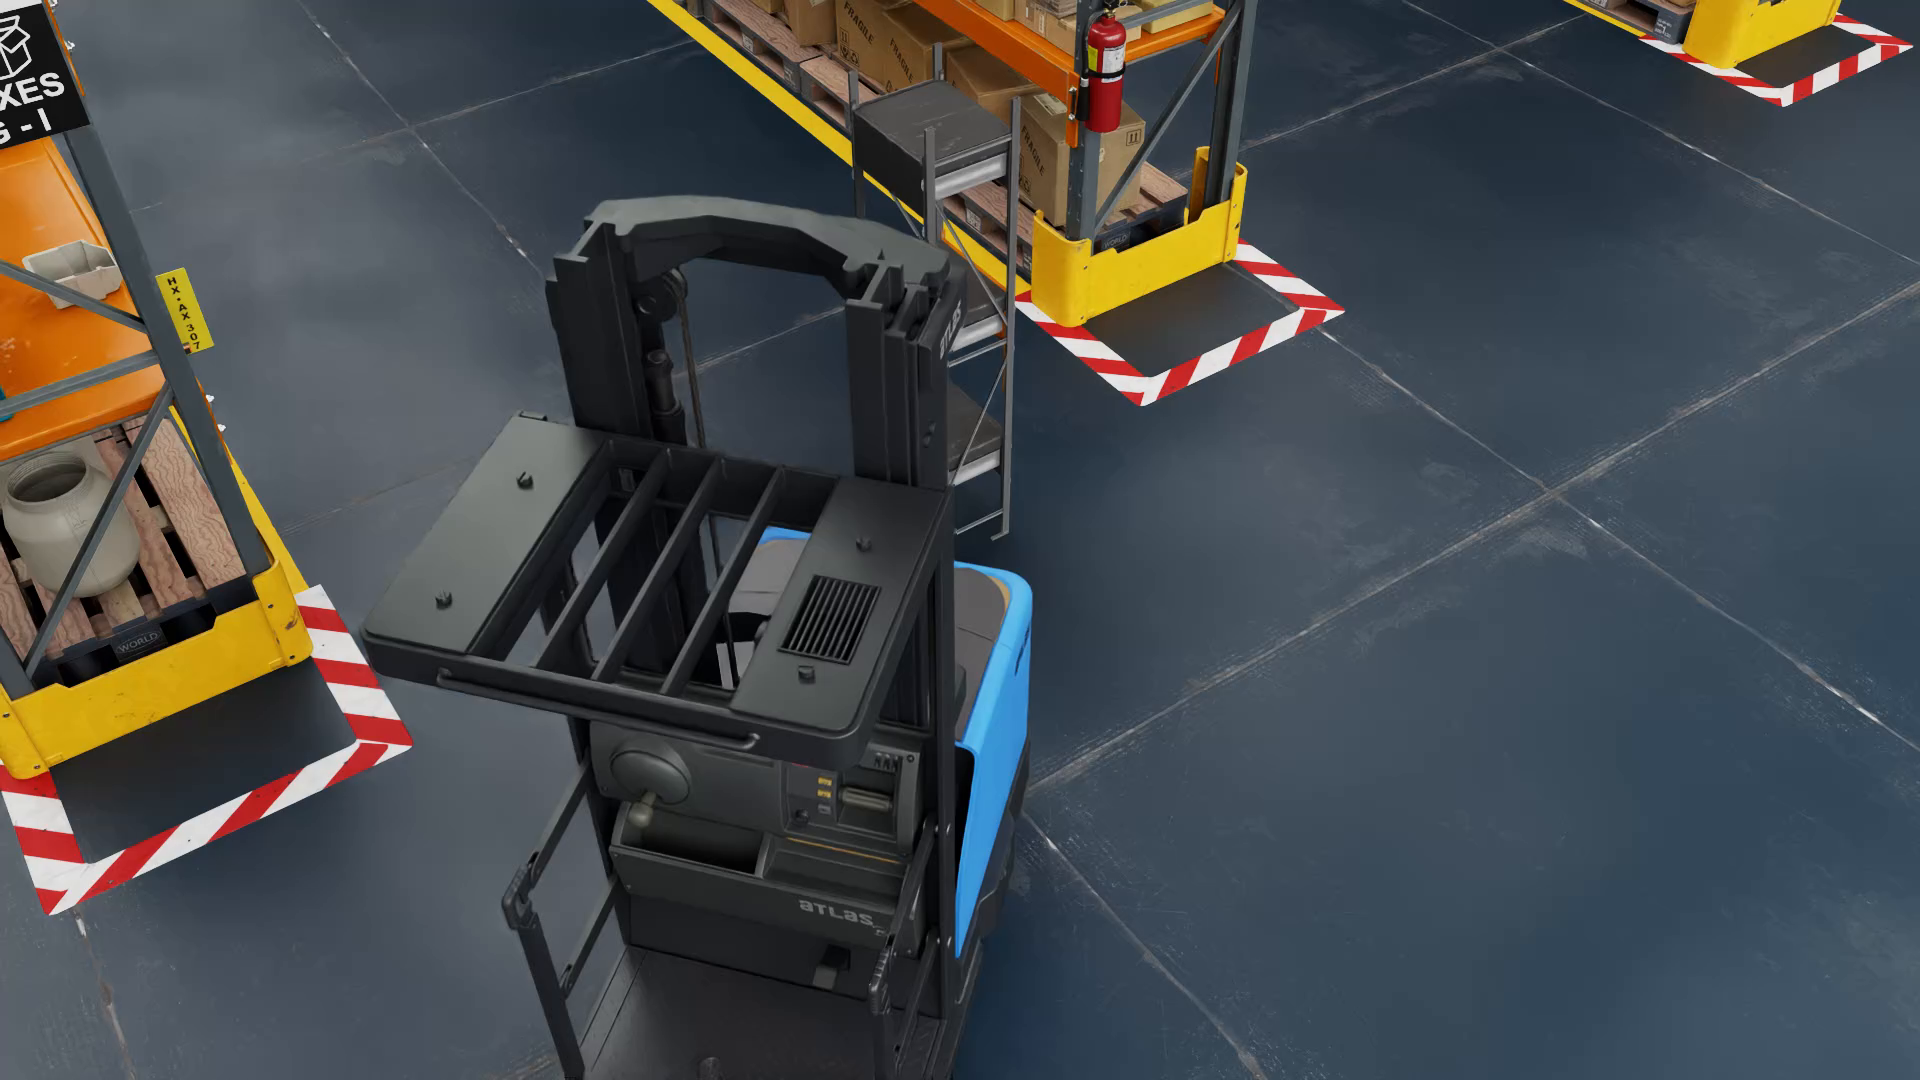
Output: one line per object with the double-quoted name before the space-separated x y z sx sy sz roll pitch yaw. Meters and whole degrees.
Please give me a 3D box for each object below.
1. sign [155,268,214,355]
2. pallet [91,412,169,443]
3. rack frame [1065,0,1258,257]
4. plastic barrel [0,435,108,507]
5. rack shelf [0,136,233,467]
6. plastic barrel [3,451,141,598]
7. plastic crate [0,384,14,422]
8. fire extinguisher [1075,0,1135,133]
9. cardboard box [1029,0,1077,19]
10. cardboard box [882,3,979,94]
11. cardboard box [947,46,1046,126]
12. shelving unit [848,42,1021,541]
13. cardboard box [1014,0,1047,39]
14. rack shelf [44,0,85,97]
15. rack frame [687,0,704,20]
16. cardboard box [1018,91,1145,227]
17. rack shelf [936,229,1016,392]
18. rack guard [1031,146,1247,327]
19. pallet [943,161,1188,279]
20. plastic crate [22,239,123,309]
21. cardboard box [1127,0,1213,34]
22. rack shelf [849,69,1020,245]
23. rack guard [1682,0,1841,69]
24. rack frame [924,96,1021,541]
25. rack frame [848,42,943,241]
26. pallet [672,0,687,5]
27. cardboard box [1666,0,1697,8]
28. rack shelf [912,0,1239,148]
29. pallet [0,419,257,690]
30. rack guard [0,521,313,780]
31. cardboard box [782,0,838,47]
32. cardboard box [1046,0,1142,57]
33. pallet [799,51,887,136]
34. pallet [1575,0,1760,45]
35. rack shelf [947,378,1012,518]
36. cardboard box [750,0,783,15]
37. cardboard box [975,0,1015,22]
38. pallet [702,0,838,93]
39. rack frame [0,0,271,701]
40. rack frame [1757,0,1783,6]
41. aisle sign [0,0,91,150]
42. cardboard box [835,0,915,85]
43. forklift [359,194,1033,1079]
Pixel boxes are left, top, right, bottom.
"sign" -2.650 -0.779 5.684 0.100 0.325 0.005 -26 49 -24
"pallet" -4.340 -0.633 7.751 1.003 0.211 1.213 -26 49 -24
"rack frame" 0.958 -2.421 7.605 1.000 3.000 0.127 -26 49 -24
"plastic barrel" -3.830 -0.343 6.925 0.421 0.512 0.421 0 44 0
"rack shelf" -4.248 -1.337 6.990 1.077 0.370 4.000 -26 49 -24
"plastic barrel" -3.543 -0.059 6.628 0.421 0.512 0.421 0 44 0
"plastic crate" -3.636 -0.576 5.779 0.499 0.251 0.616 -26 49 -24
"fire extinguisher" 0.646 -2.146 7.373 0.296 0.674 0.183 -26 49 -24
"cardboard box" 0.666 -2.887 7.805 0.875 0.500 0.500 -26 49 -24
"cardboard box" -0.098 -2.716 9.420 0.500 0.500 0.500 -21 48 -21
"cardboard box" 0.245 -2.354 9.041 0.500 0.500 0.500 -14 45 -14
"shelving unit" -0.095 -0.853 6.614 0.431 2.100 0.503 -26 49 -24
"cardboard box" 0.483 -2.552 7.924 0.380 0.149 0.250 -26 49 -24
"rack shelf" -4.248 -2.422 5.954 1.077 0.370 4.000 -26 49 -24
"rack frame" -1.330 -4.686 9.978 1.000 3.000 0.127 -26 49 -24
"cardboard box" 0.615 -2.029 8.700 0.500 0.500 0.500 -17 46 -17
"rack shelf" -0.095 -0.843 6.624 0.431 0.518 0.480 -26 49 -24
"rack guard" 0.915 -1.560 8.513 1.175 0.500 0.348 -26 49 -24
"pallet" 0.479 -1.929 9.109 1.003 0.211 1.213 -26 49 -24
"plastic crate" -3.352 -1.003 6.310 0.298 0.136 0.250 -26 49 -24
"cardboard box" 0.991 -2.586 7.959 0.380 0.149 0.250 -26 49 -24
"rack shelf" -0.095 -1.350 6.140 0.431 0.518 0.480 -26 49 -24
"rack guard" 5.098 -3.405 10.446 1.175 0.500 0.348 -26 49 -24
"rack frame" 0.045 -0.715 6.469 0.400 2.100 0.015 -26 49 -24
"rack frame" -0.234 -0.991 6.759 0.400 2.100 0.015 -26 49 -24
"pallet" -1.777 -4.118 11.402 1.003 0.211 1.213 -26 49 -24
"cardboard box" 4.642 -4.064 10.561 0.875 0.875 0.875 -25 49 -24
"rack shelf" -0.186 -3.293 9.039 1.077 0.370 4.000 -26 49 -24
"pallet" -3.647 0.058 7.028 1.003 0.211 1.213 -26 49 -24
"rack guard" -3.186 0.415 6.444 1.175 0.500 0.348 -26 49 -24
"cardboard box" -0.800 -3.370 10.105 0.500 0.500 0.500 -12 45 -12
"cardboard box" 0.626 -2.410 7.775 0.380 0.149 0.250 -26 49 -24
"pallet" -0.215 -2.620 9.832 1.003 0.211 1.213 -26 49 -24
"pallet" 4.563 -3.736 11.002 1.003 0.211 1.213 -26 49 -24
"rack shelf" -0.095 -0.337 7.107 0.431 0.518 0.480 -26 49 -24
"cardboard box" -1.134 -3.692 10.442 0.500 0.500 0.500 -27 50 -26
"cardboard box" 0.298 -2.673 8.051 0.380 0.149 0.250 -26 49 -24
"pallet" -0.917 -3.311 10.557 1.003 0.211 1.213 -26 49 -24
"rack frame" -3.104 -0.464 5.555 1.000 3.000 0.127 -26 49 -24
"rack frame" 5.084 -4.323 9.597 1.000 3.000 0.127 -26 49 -24
"aisle sign" -2.823 -1.480 4.736 0.394 0.787 0.004 -26 49 -24
"cardboard box" -0.381 -3.050 9.769 0.500 0.500 0.500 -30 51 -28
"forklift" -0.615 0.730 4.354 1.130 2.935 3.031 10 45 11
